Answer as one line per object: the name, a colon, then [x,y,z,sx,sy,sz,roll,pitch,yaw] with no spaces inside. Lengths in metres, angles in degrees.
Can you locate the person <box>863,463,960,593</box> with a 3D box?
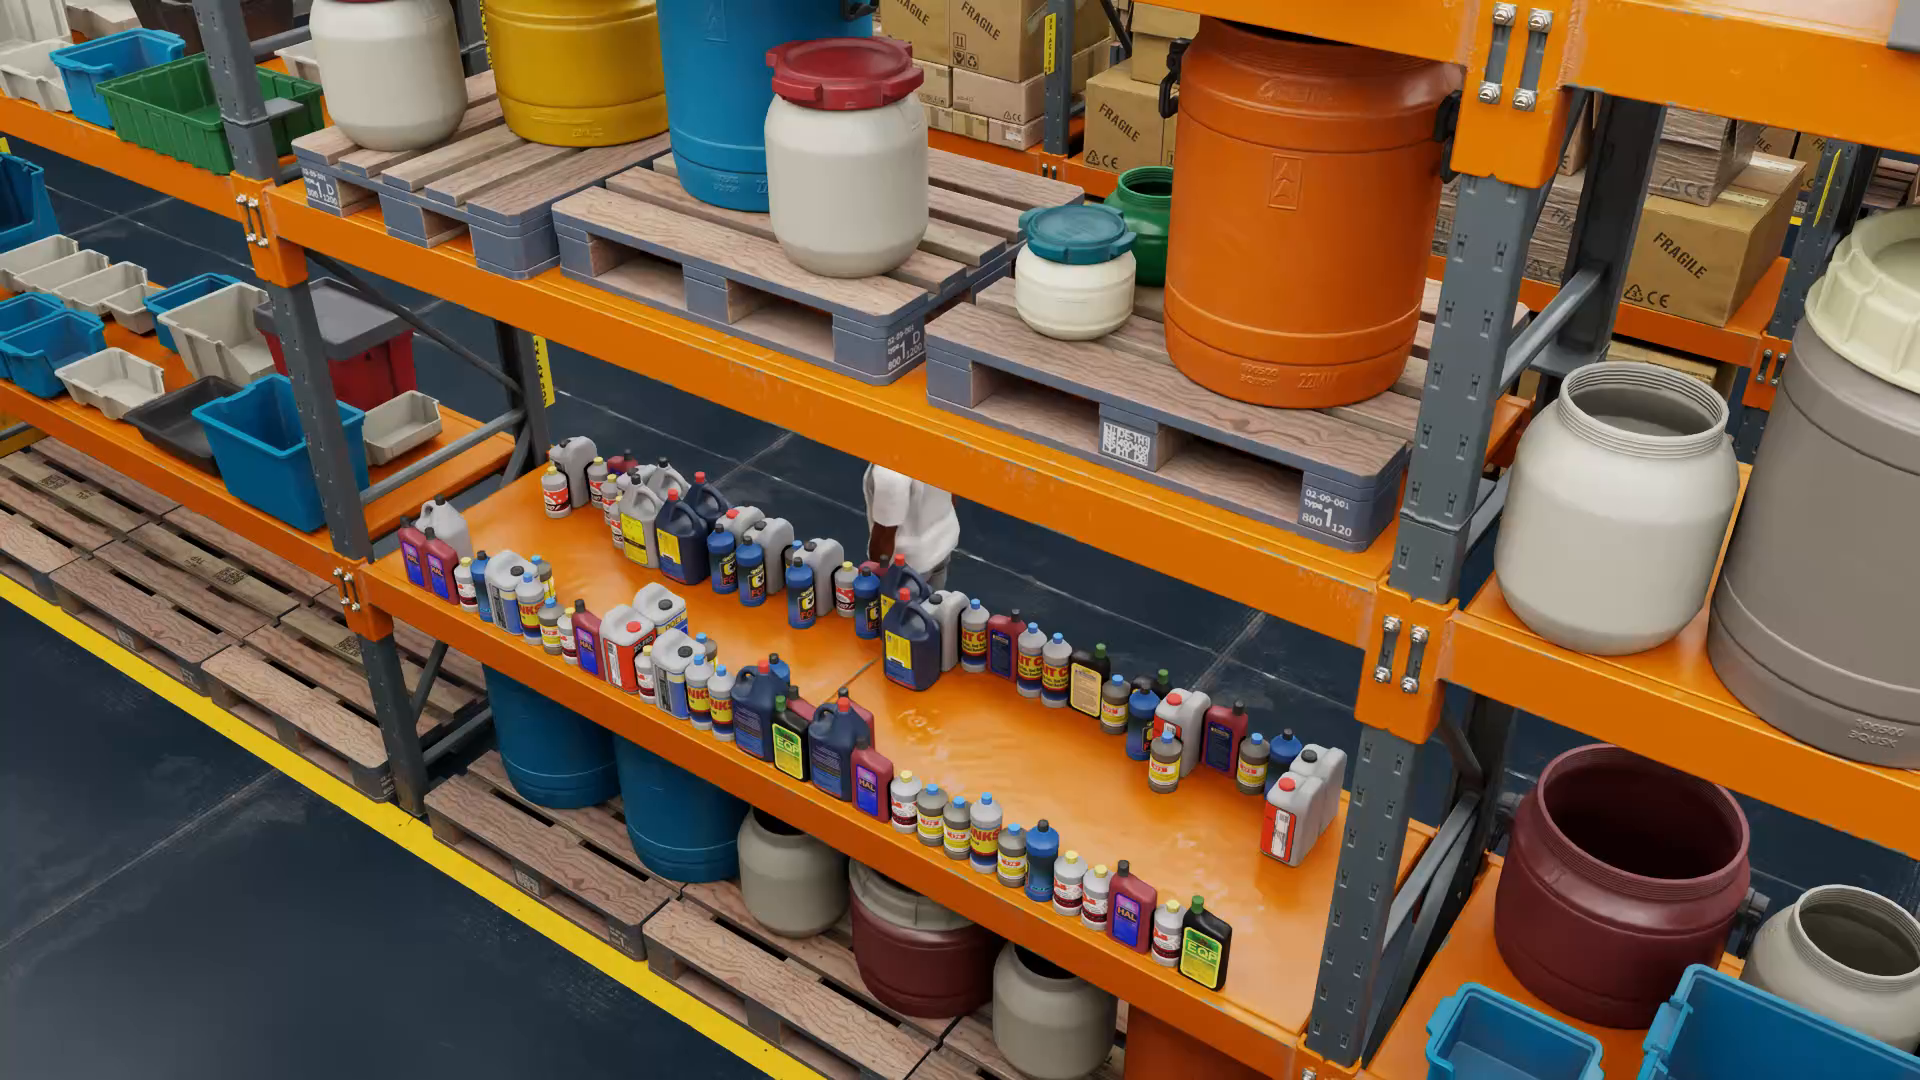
person: [-0.205,0.047,7.055,0.360,1.763,0.565,21,39,27]
